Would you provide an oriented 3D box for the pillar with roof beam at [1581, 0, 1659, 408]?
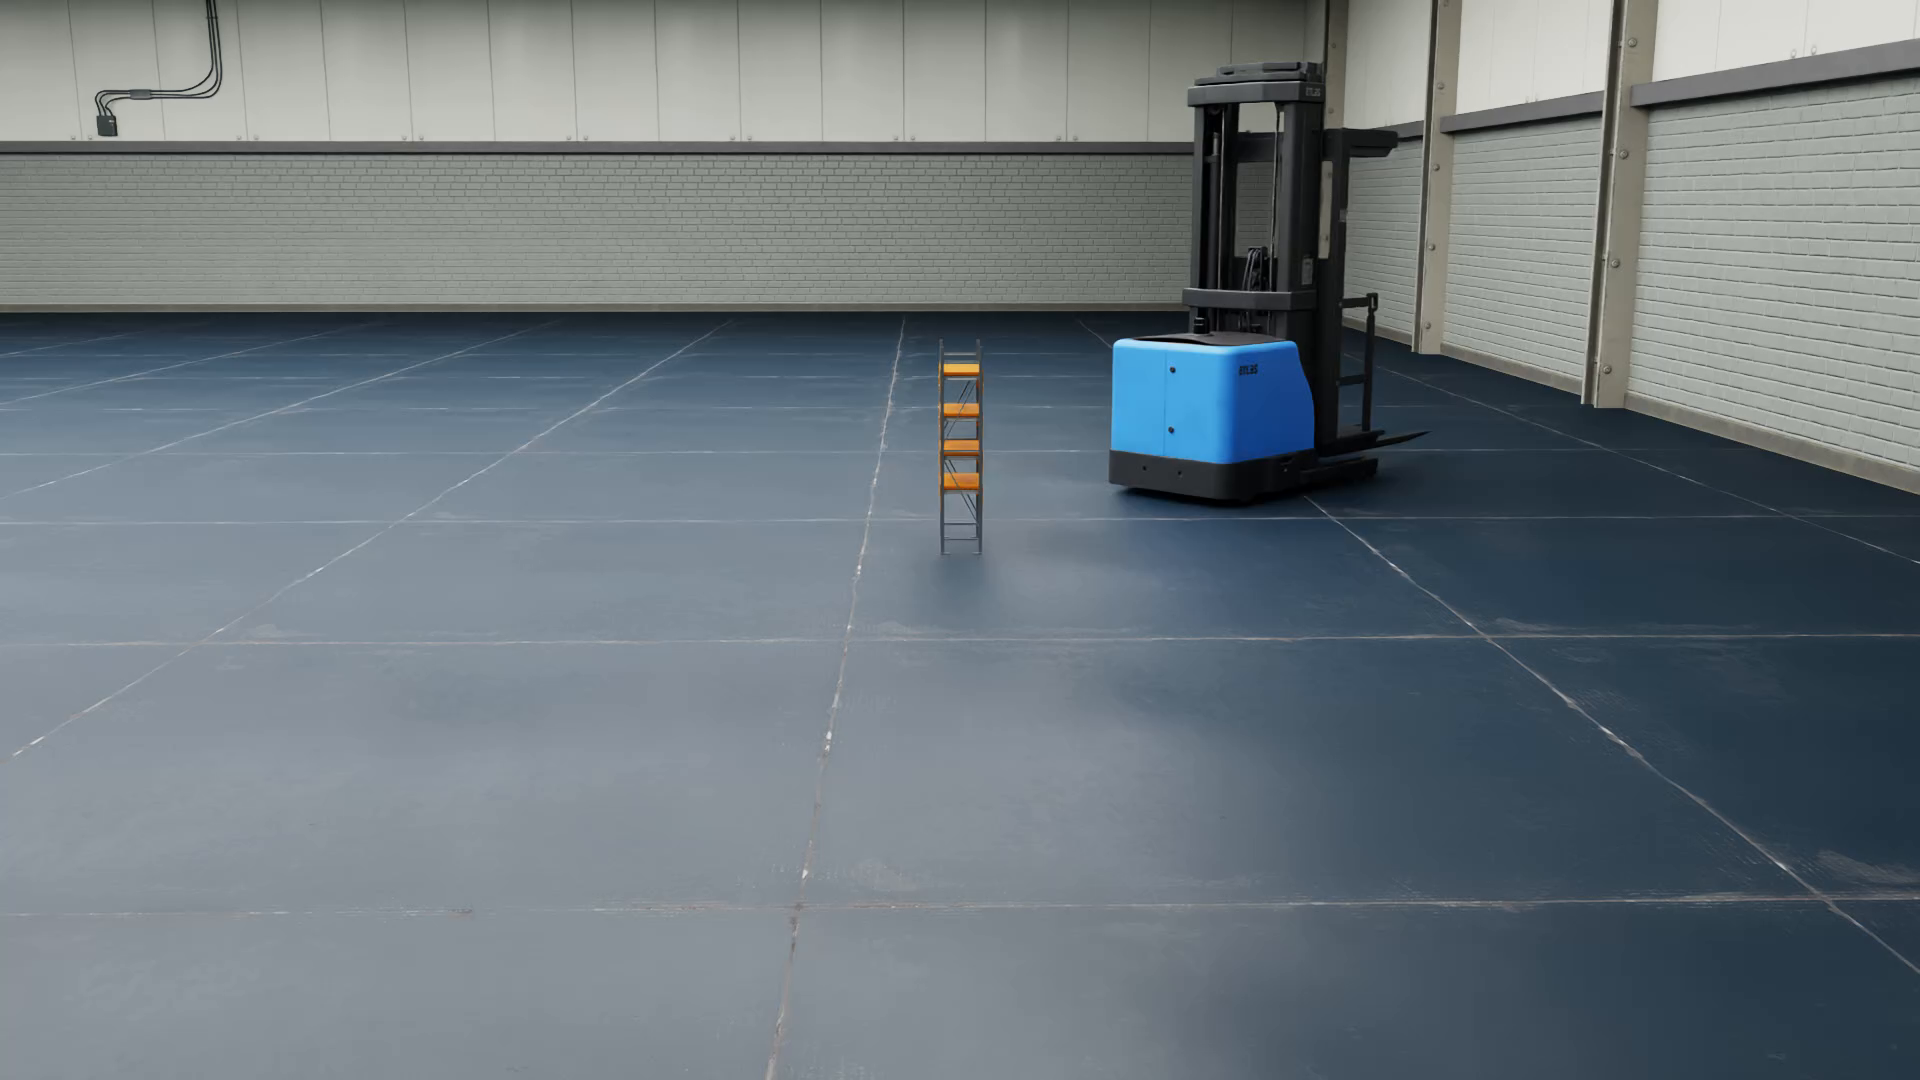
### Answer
[{"bbox_3d":[2.165,-5.743,15.733,9.100,9.000,0.400,0,11,-1],"label":"pillar with roof beam"}]

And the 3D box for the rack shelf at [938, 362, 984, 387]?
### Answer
[{"bbox_3d":[0.003,-0.940,9.699,0.258,0.148,0.480,0,11,-1],"label":"rack shelf"}]

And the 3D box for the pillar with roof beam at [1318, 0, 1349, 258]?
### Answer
[{"bbox_3d":[1.917,-8.128,27.491,9.100,9.000,0.400,0,11,-1],"label":"pillar with roof beam"}]

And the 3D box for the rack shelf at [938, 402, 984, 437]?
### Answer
[{"bbox_3d":[0.003,-0.708,9.747,0.258,0.148,0.480,0,11,-1],"label":"rack shelf"}]

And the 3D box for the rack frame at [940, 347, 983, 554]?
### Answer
[{"bbox_3d":[0.008,-0.507,9.539,0.240,1.200,0.015,0,11,-1],"label":"rack frame"}]

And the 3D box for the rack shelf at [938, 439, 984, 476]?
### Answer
[{"bbox_3d":[0.003,-0.489,9.791,0.258,0.148,0.480,0,11,-1],"label":"rack shelf"}]

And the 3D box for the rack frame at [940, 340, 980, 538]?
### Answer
[{"bbox_3d":[-0.002,-0.604,10.017,0.240,1.200,0.015,0,11,-1],"label":"rack frame"}]

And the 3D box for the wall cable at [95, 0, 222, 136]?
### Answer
[{"bbox_3d":[-14.519,-10.310,29.692,2.305,6.003,0.169,0,11,-1],"label":"wall cable"}]

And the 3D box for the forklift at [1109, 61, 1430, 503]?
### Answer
[{"bbox_3d":[2.434,-1.912,12.114,1.130,2.935,3.031,11,16,43],"label":"forklift"}]

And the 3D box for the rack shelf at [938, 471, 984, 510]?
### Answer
[{"bbox_3d":[0.003,-0.295,9.830,0.258,0.148,0.480,0,11,-1],"label":"rack shelf"}]

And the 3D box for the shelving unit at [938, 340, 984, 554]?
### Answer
[{"bbox_3d":[0.003,-0.555,9.778,0.258,1.200,0.503,0,11,-1],"label":"shelving unit"}]

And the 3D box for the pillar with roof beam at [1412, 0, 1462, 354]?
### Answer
[{"bbox_3d":[2.041,-6.935,21.612,9.100,9.000,0.400,0,11,-1],"label":"pillar with roof beam"}]
